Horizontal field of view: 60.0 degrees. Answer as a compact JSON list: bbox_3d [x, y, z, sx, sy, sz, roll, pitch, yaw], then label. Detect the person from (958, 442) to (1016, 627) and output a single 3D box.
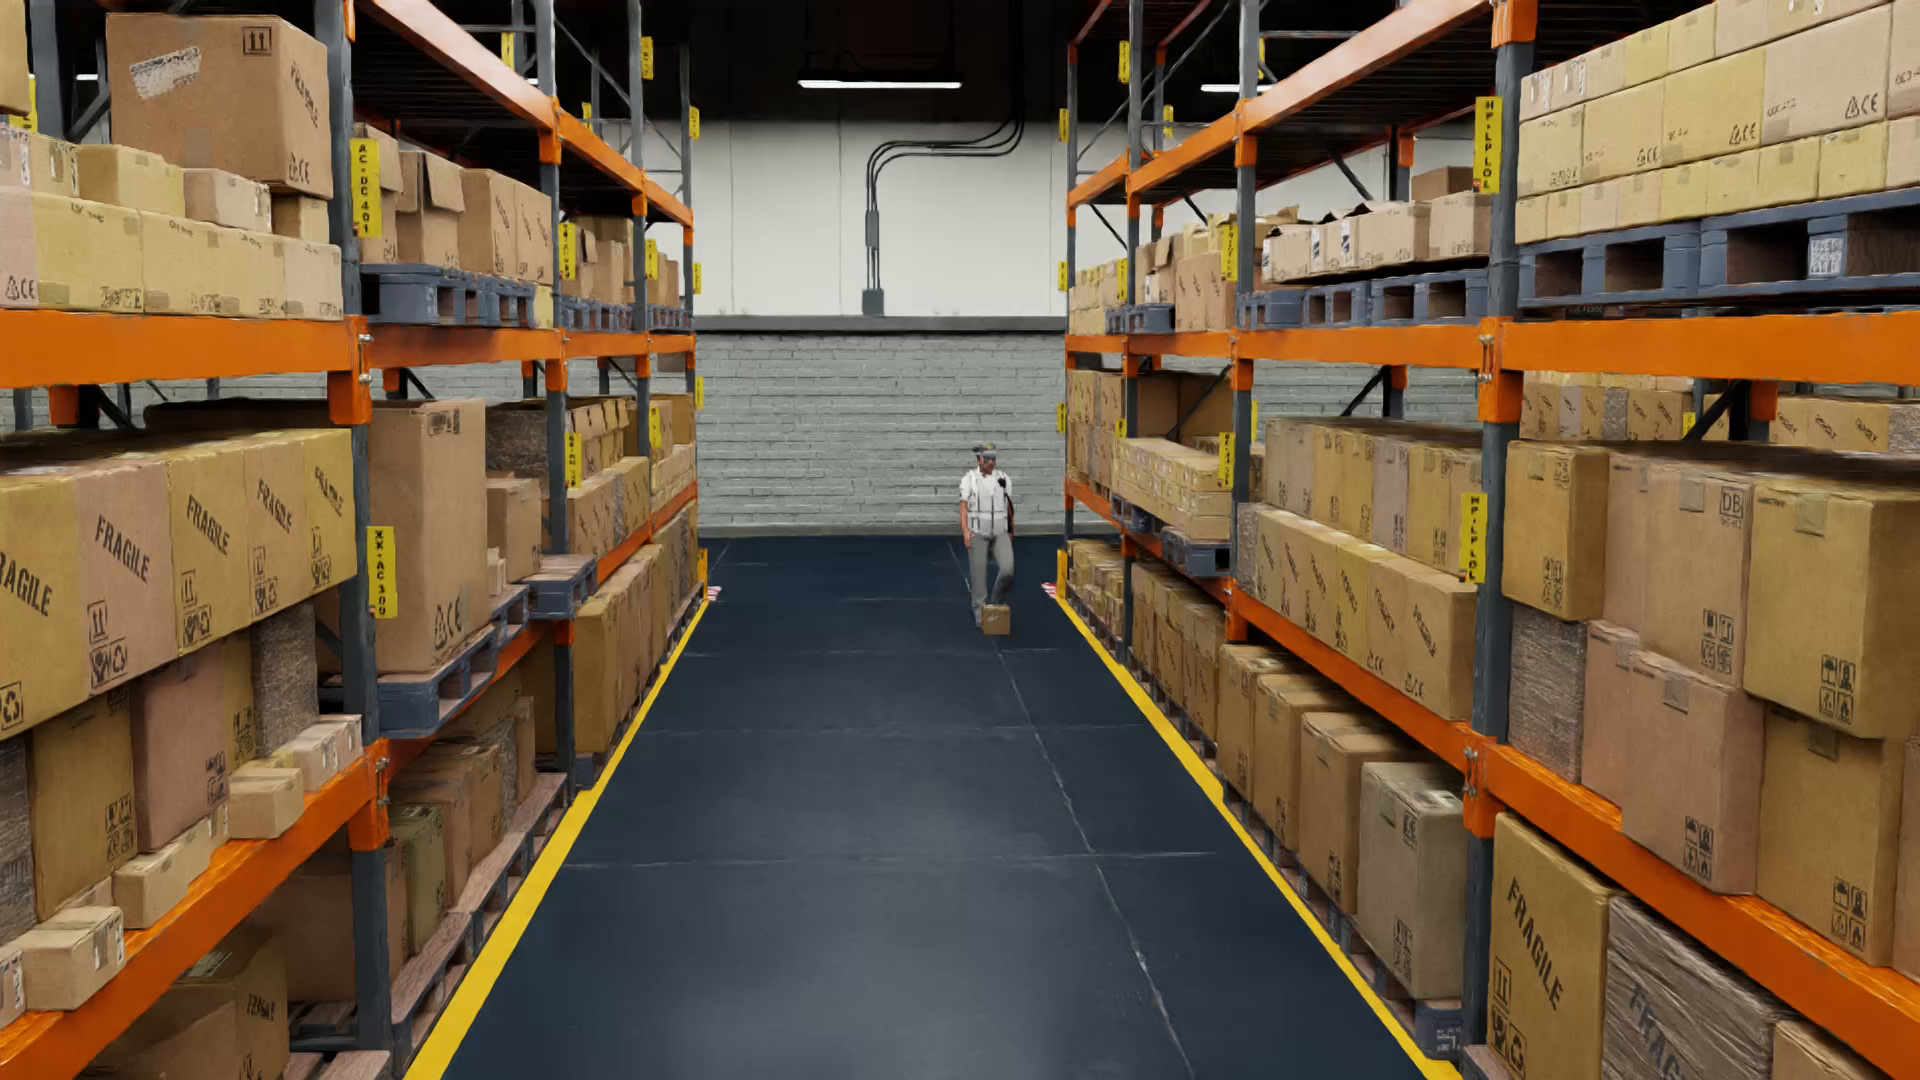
[{"bbox_3d":[0.281,-0.044,16.018,0.568,1.791,0.536,-2,7,-13],"label":"person"}]
